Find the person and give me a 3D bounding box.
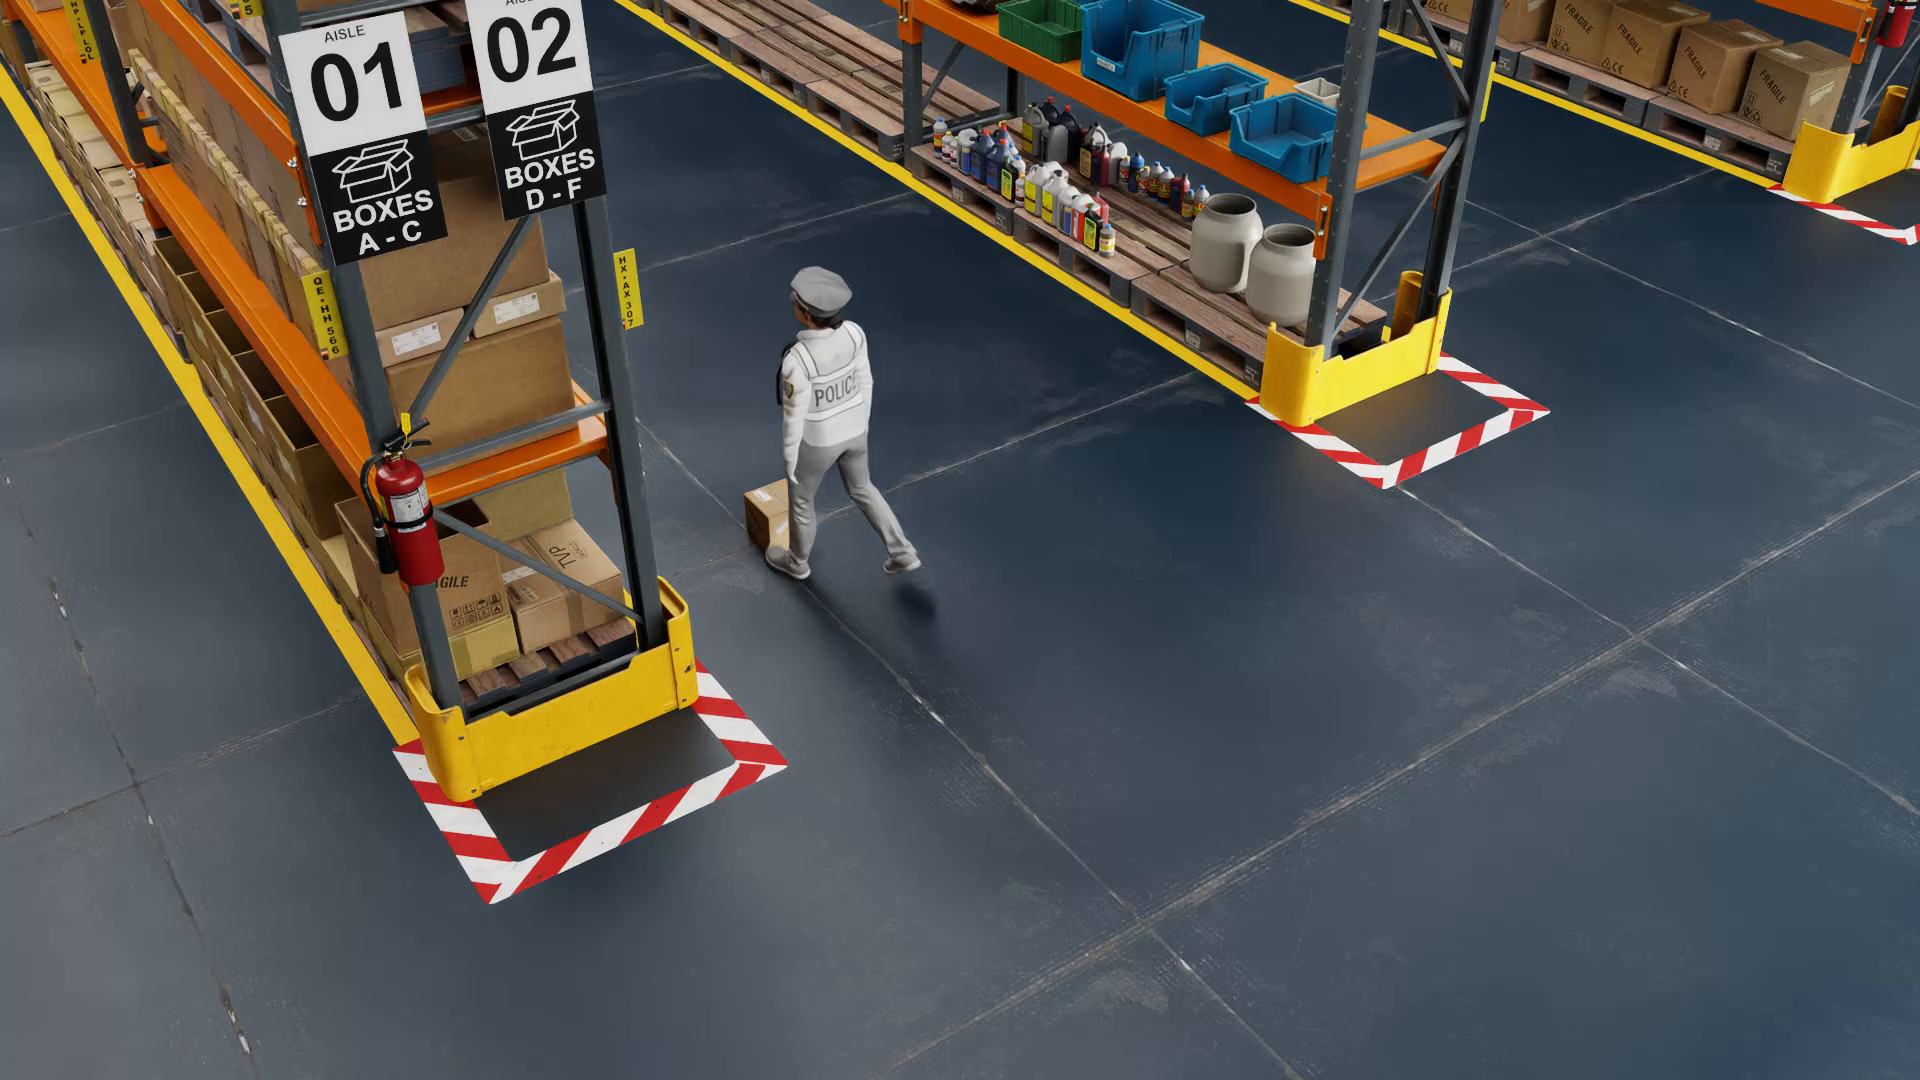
[{"bbox_3d":[-0.595,-0.481,7.598,0.530,1.669,0.777,-28,45,-32],"label":"person"}]
